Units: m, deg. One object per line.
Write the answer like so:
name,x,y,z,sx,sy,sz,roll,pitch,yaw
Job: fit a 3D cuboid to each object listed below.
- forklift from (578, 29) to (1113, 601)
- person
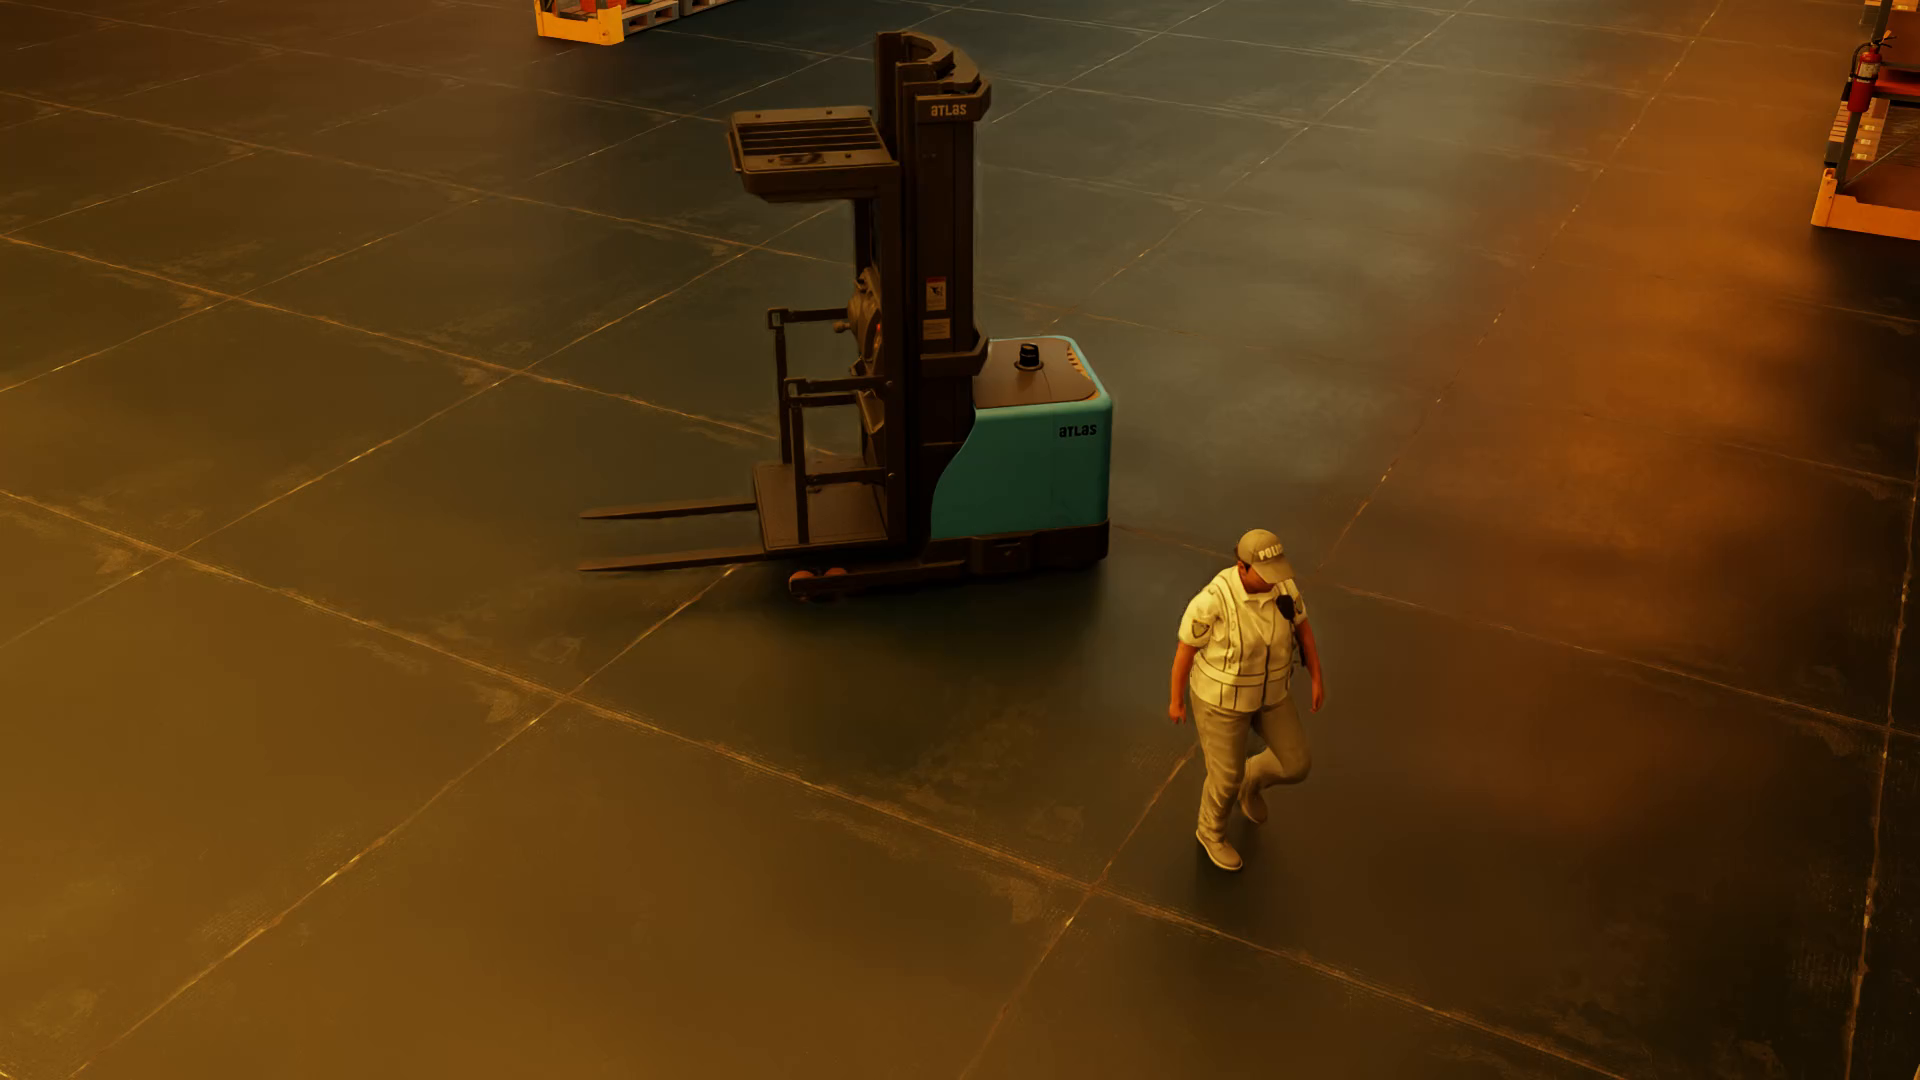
forklift,-0.700,-1.213,9.172,3.031,2.935,1.130,-5,30,-9
person,1.248,0.678,7.188,0.646,1.645,0.454,-14,33,-22
